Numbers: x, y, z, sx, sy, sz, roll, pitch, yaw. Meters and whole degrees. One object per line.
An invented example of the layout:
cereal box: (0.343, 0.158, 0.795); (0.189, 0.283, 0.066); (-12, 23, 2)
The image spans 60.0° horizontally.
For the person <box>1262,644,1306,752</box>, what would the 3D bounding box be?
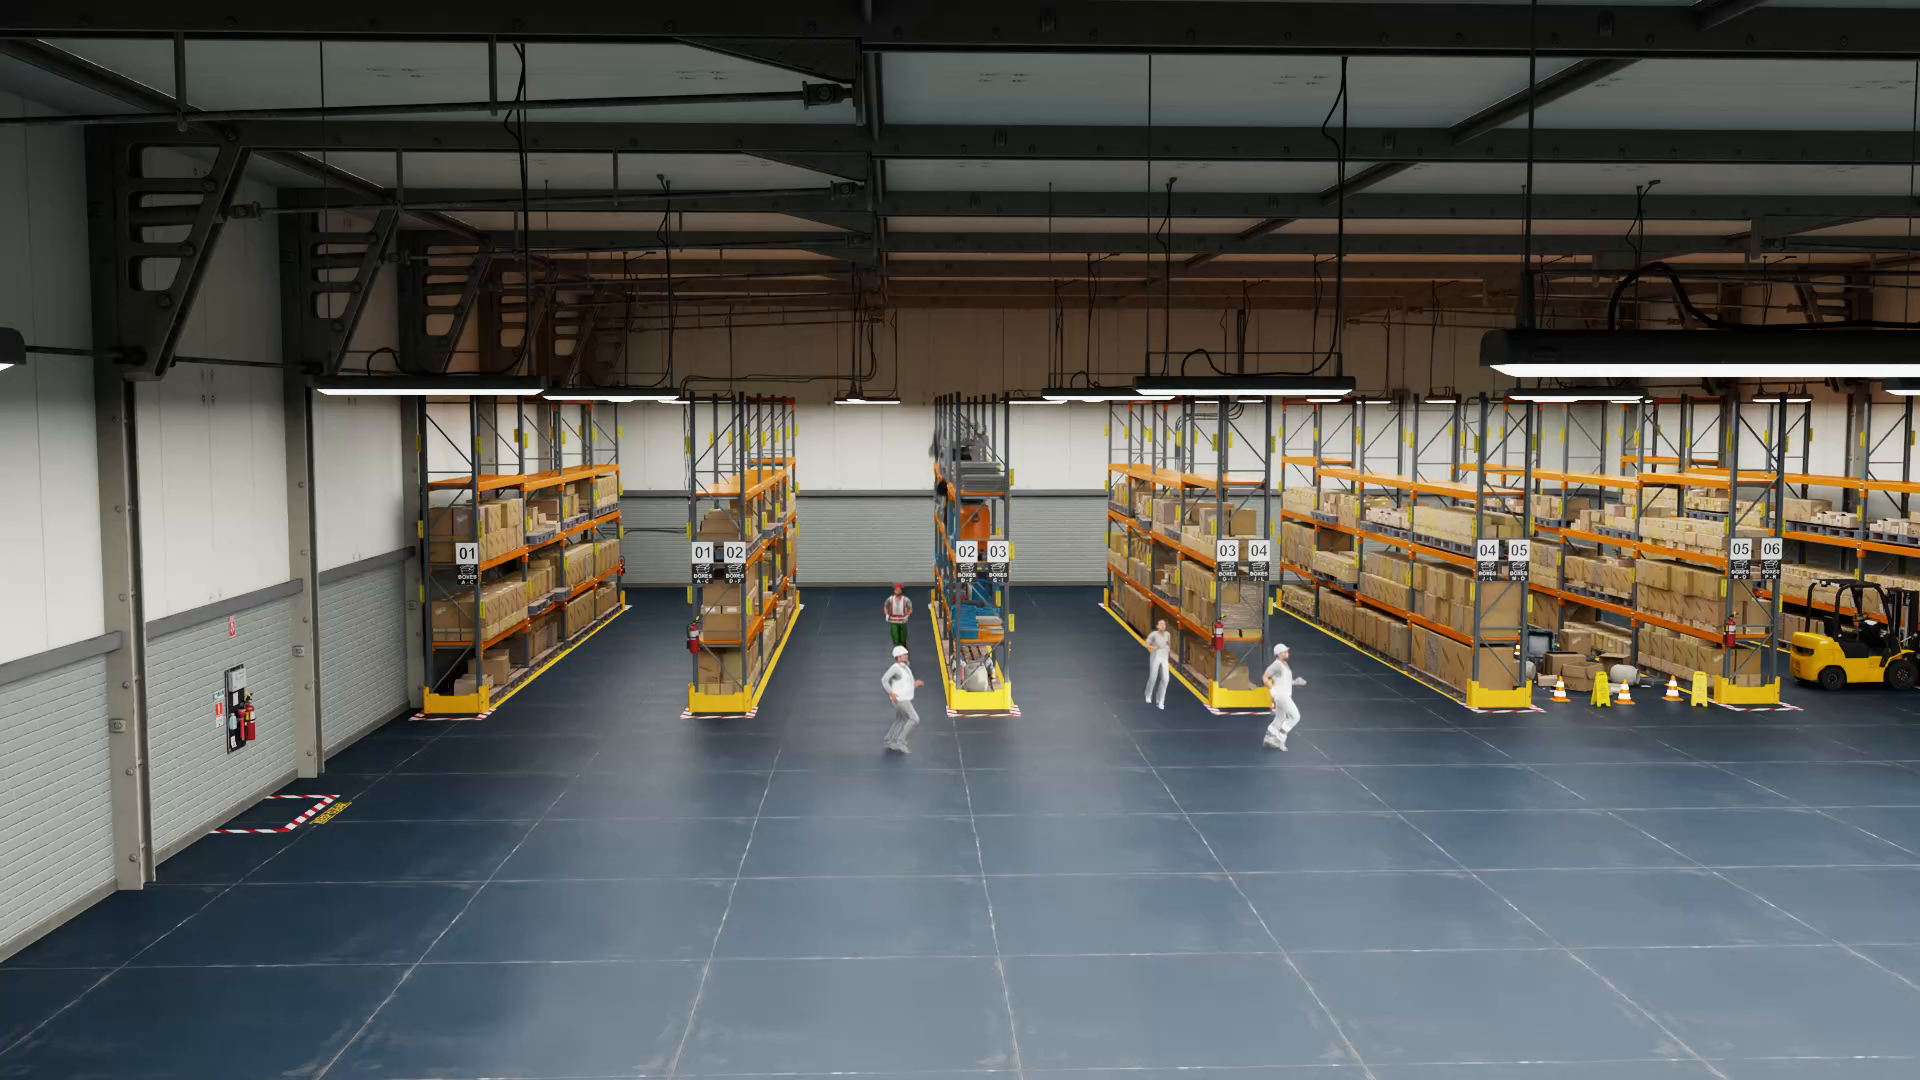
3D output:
person: (5.381, 2.618, 27.613); (0.698, 1.781, 0.654); (2, 5, 20)

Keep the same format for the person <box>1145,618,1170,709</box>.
person: (3.796, 2.354, 31.825); (0.573, 1.743, 0.711); (-1, 5, -13)

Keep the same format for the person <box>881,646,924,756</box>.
person: (-0.940, 2.580, 27.423); (0.715, 1.660, 0.625); (1, 5, 14)

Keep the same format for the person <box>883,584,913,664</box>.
person: (-1.393, 1.854, 37.249); (0.667, 1.766, 0.741); (0, 5, 1)
